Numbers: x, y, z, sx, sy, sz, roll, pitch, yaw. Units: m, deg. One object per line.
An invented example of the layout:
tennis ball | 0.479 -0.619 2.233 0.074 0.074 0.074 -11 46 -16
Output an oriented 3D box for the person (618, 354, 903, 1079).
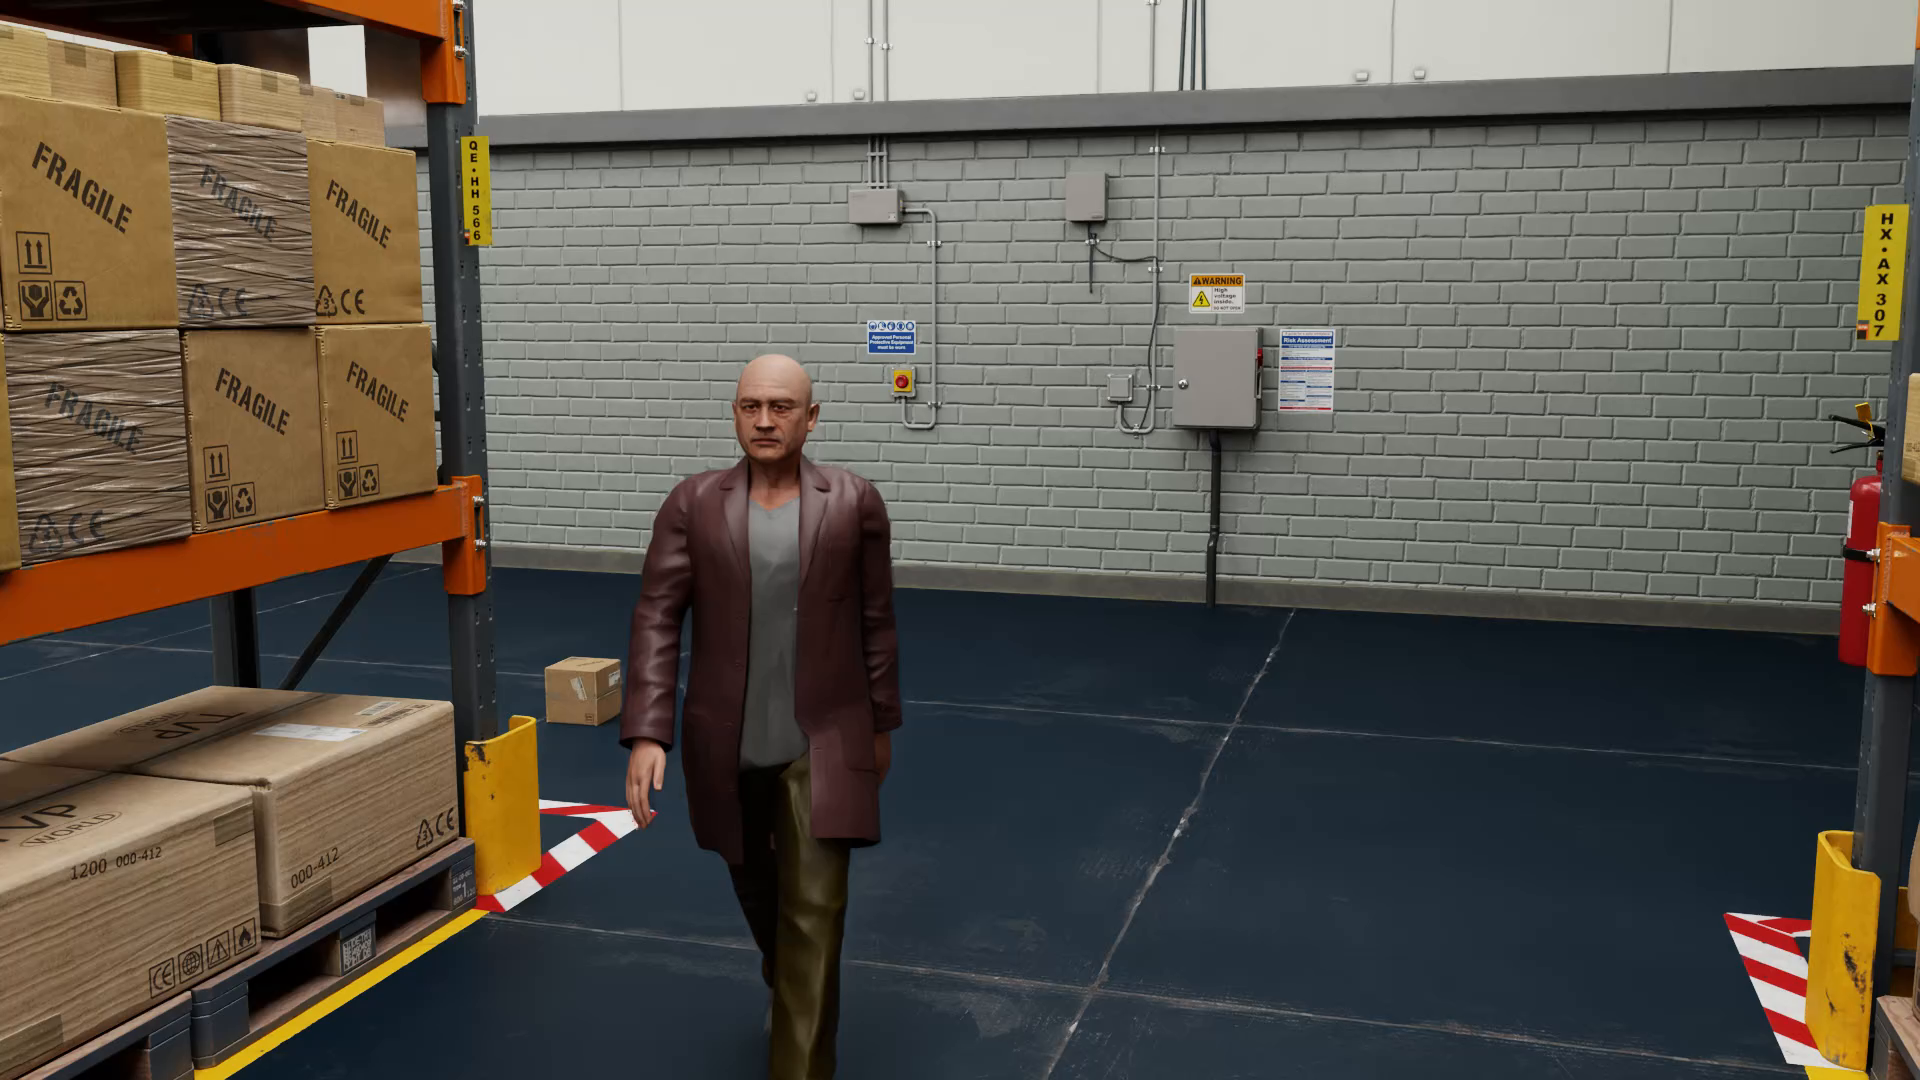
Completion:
person | -0.441 0.450 3.757 0.602 1.726 1.149 0 8 2
